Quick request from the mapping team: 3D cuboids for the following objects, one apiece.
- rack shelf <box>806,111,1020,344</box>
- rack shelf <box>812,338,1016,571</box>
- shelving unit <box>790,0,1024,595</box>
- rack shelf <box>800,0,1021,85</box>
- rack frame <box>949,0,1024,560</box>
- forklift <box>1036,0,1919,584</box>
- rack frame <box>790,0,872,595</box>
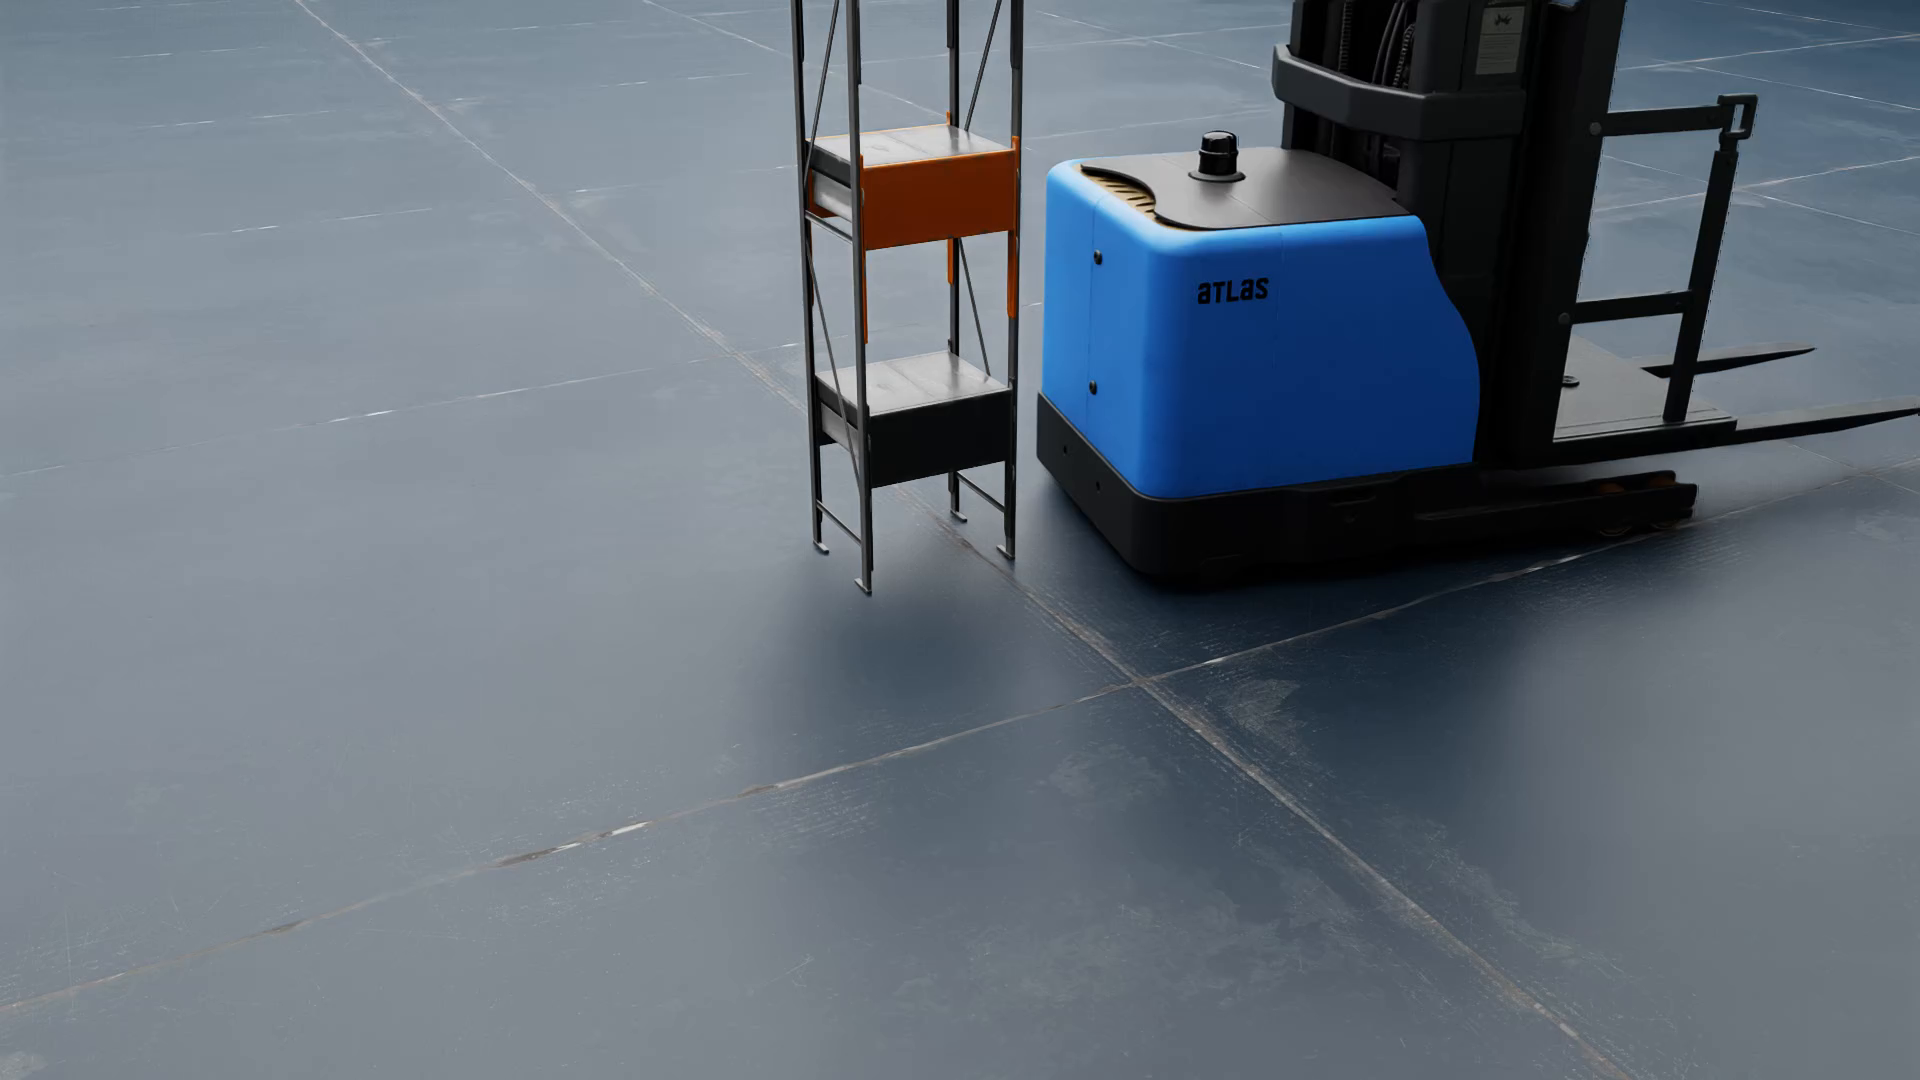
[{"bbox_3d":[-0.146,-0.901,4.731,0.480,0.518,0.431,-13,29,-25],"label":"rack shelf"},{"bbox_3d":[-0.146,-0.270,5.034,0.480,0.518,0.431,-13,29,-25],"label":"rack shelf"},{"bbox_3d":[-0.146,-0.913,4.725,0.503,2.100,0.431,-13,29,-25],"label":"shelving unit"},{"bbox_3d":[-0.146,-1.532,4.428,0.480,0.518,0.431,-13,29,-25],"label":"rack shelf"},{"bbox_3d":[0.069,-0.963,4.829,0.015,2.100,0.400,-13,29,-25],"label":"rack frame"},{"bbox_3d":[1.836,-1.542,5.076,3.031,2.935,1.130,-7,27,-15],"label":"forklift"},{"bbox_3d":[-0.361,-0.863,4.622,0.015,2.100,0.400,-13,29,-25],"label":"rack frame"}]
